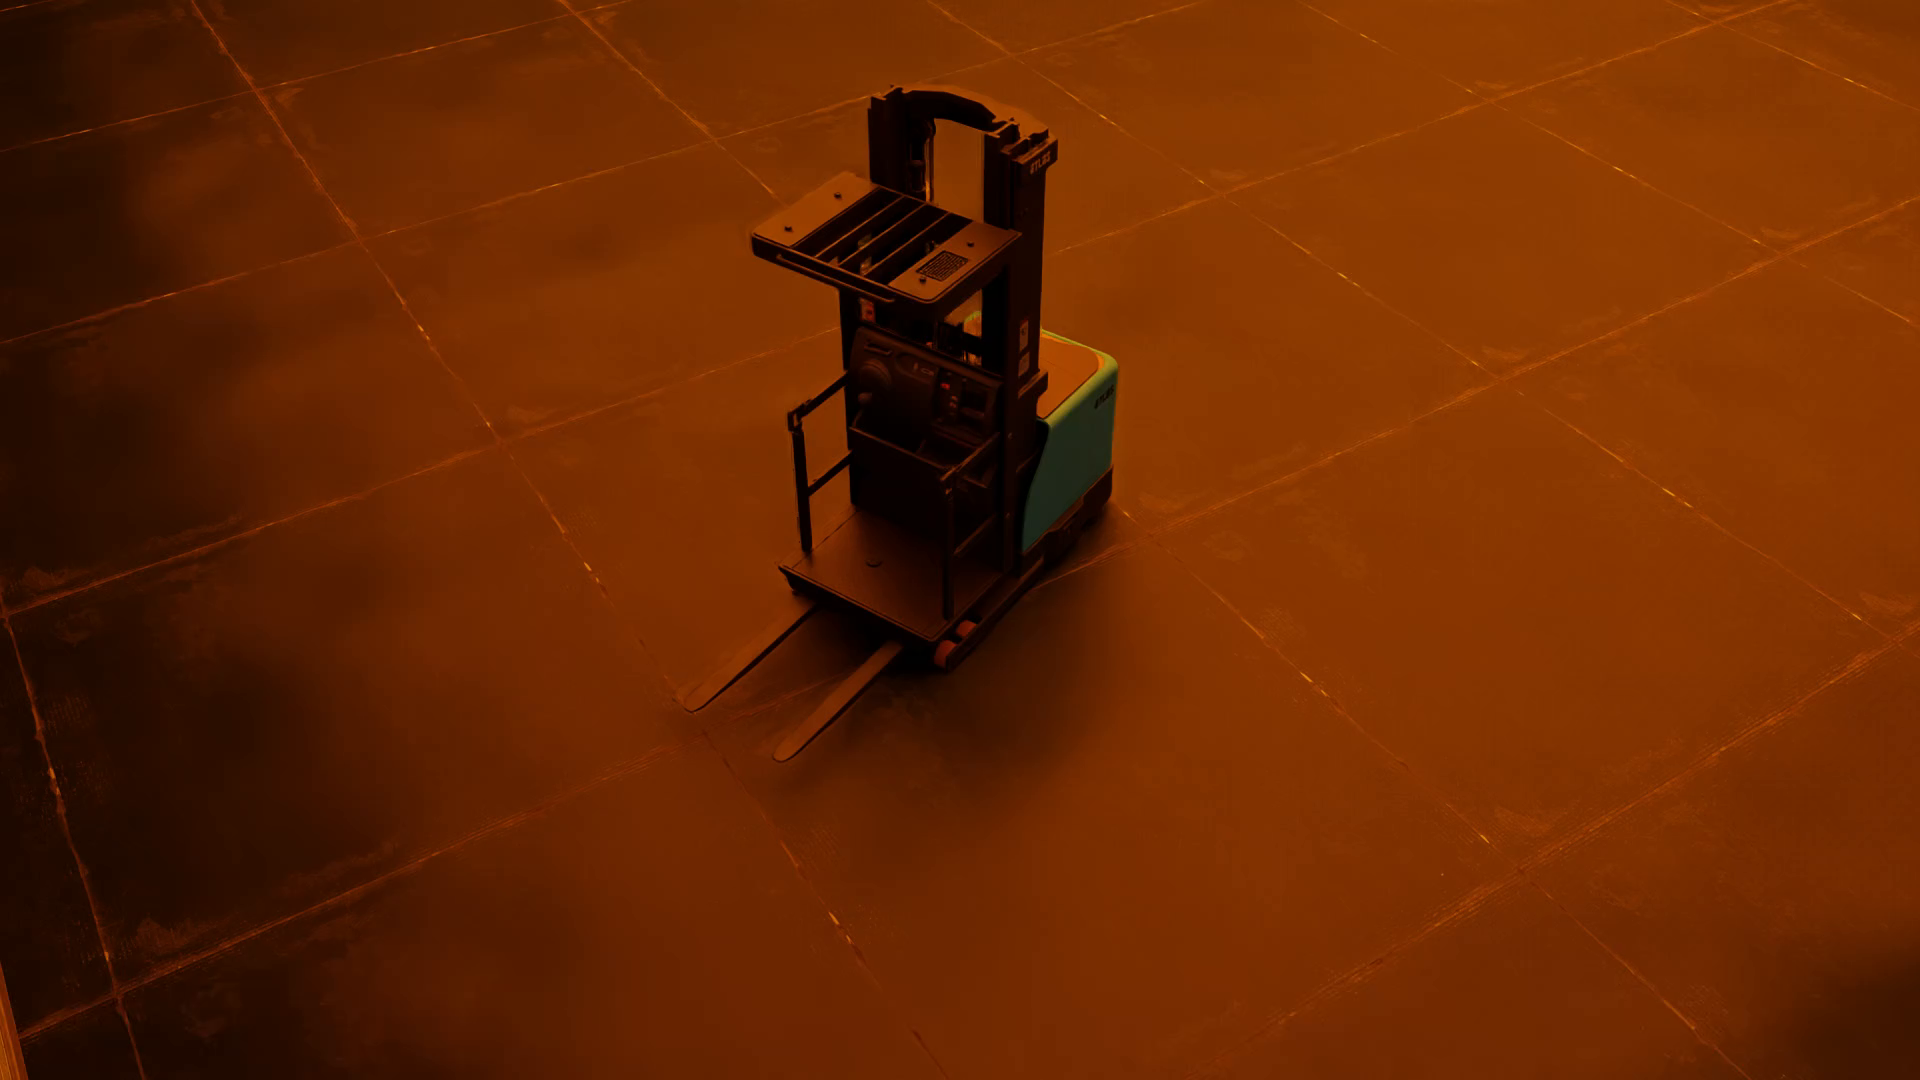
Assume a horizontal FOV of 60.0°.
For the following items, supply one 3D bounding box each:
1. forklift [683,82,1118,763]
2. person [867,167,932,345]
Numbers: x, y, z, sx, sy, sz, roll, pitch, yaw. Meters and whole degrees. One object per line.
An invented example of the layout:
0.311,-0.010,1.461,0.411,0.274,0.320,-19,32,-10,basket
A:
-0.318,-0.743,8.722,1.130,2.935,3.031,25,47,26,forklift
-0.402,-1.865,10.997,0.346,1.637,0.831,20,45,21,person
